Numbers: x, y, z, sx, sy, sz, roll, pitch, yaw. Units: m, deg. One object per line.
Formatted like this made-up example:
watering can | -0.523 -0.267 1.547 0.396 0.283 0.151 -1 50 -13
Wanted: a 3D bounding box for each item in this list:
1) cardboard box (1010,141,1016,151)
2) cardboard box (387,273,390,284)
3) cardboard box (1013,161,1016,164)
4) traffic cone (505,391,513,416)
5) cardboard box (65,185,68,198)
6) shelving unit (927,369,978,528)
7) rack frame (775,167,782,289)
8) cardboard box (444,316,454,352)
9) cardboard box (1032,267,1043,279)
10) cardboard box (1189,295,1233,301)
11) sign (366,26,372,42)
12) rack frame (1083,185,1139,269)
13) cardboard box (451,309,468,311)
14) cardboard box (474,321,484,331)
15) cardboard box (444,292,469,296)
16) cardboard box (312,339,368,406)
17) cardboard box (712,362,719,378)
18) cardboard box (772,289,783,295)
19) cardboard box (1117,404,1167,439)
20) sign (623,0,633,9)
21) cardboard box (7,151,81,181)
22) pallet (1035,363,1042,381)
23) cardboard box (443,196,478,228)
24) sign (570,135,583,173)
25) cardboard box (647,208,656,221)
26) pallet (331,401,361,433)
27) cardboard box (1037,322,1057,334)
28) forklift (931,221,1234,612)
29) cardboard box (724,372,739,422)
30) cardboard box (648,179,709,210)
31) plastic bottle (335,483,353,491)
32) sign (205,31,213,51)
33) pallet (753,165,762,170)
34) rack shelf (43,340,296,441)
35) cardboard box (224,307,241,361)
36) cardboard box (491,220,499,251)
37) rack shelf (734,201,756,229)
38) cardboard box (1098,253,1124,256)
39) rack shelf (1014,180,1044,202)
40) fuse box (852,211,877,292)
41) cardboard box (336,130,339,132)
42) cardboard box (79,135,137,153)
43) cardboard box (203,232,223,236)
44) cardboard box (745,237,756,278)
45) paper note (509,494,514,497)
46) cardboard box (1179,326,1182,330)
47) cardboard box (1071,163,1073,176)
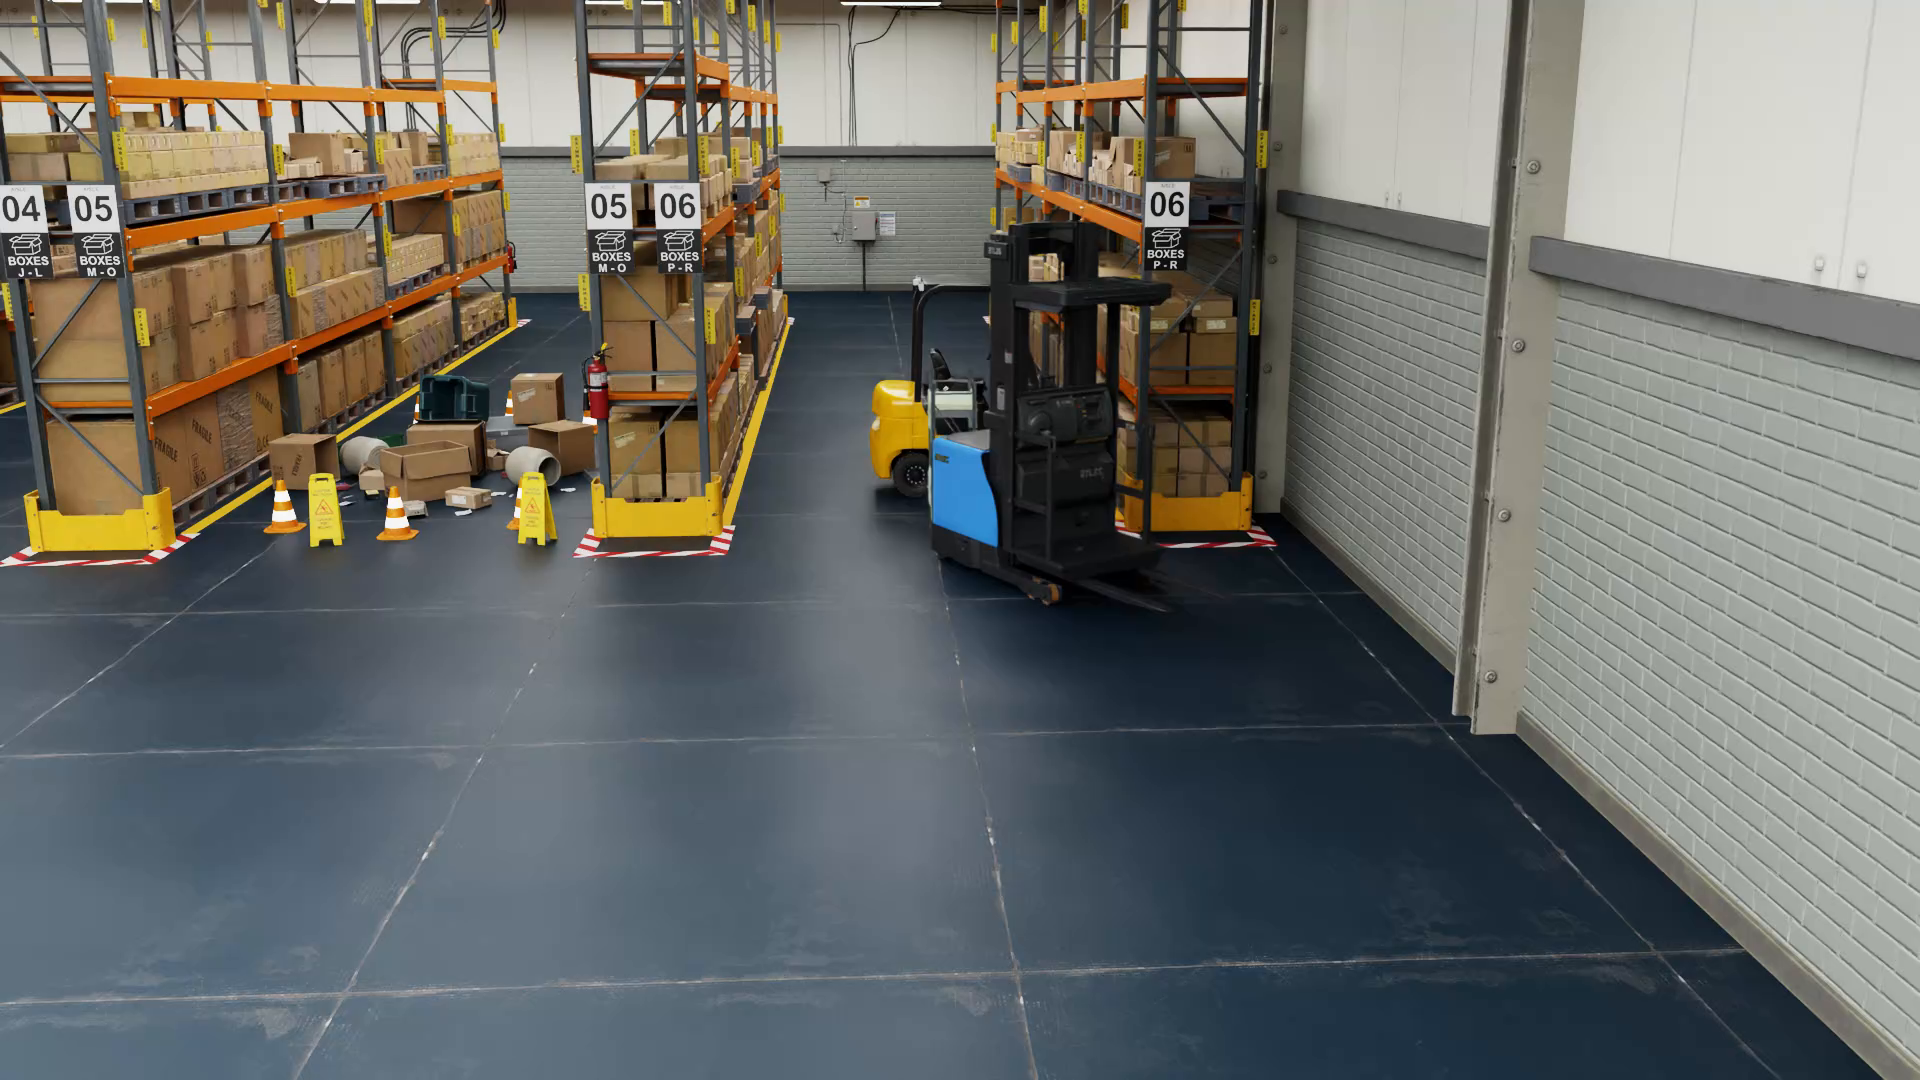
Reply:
cardboard box | 0.987 -6.214 26.225 0.380 0.149 0.250 0 14 -2
cardboard box | -8.060 -3.590 22.846 0.380 0.149 0.250 -1 14 -4
cardboard box | 1.127 -6.208 27.044 0.500 0.250 0.500 -1 14 -3
traffic cone | -5.542 -1.616 20.602 0.336 0.463 0.334 -1 14 -3
cardboard box | -8.112 -3.128 14.827 0.380 0.149 0.250 -1 14 -3
shelving unit | -0.073 -0.755 15.173 0.431 1.500 0.755 -1 14 -3
rack frame | -3.795 -5.485 30.550 1.000 3.000 0.127 -1 14 -3
cardboard box | -8.184 -3.202 25.847 0.500 0.500 0.500 -1 14 -5
cardboard box | 1.231 -3.812 23.709 0.380 0.149 0.250 -1 14 -2
cardboard box | 2.389 -2.244 15.853 0.380 0.149 0.250 0 14 -2
sign | -9.024 -7.781 25.400 0.100 0.325 0.005 -1 14 -3
rack frame | 1.902 -2.579 19.252 1.000 3.000 0.127 -1 14 -3
cardboard box | -8.319 -3.720 27.374 0.380 0.149 0.250 -1 14 -4
cardboard box | -8.304 -3.629 28.215 0.380 0.149 0.250 -1 14 -5
cardboard box | -9.036 -4.359 29.857 0.380 0.149 0.250 -2 15 -6
cardboard box | -8.228 -2.138 21.211 1.050 0.750 0.750 -1 14 -3
cardboard box | -2.553 -1.666 16.209 0.380 0.149 0.250 -1 14 -3
cardboard box | -3.654 -4.285 30.185 0.875 0.438 0.875 -1 14 -5
cardboard box | 1.773 -1.176 16.471 0.500 0.250 0.500 -1 14 -2
sign | -3.605 -5.925 18.028 0.100 0.325 0.005 -1 14 -3
cardboard box | -8.047 -3.298 14.689 0.500 0.250 0.500 -1 14 -3
pallet | 1.646 -2.409 24.190 1.003 0.211 1.213 -1 14 -3
cardboard box | -8.314 -5.436 27.554 0.500 0.500 0.500 -1 14 -3
sign | -3.359 -3.384 14.586 0.100 0.325 0.005 -1 14 -3
cardboard box | -3.085 -3.114 15.816 0.380 0.149 0.250 -1 14 -3
pallet | -8.188 -1.544 20.827 1.003 0.211 1.213 -1 14 -3
cardboard box | 1.323 -3.067 24.021 0.380 0.149 0.250 -2 15 -6
forklift | 0.977 -1.035 13.392 1.130 2.935 3.031 -9 17 -32
cardboard box | -2.747 -1.593 18.592 0.500 0.500 0.500 -1 14 -4
cardboard box | -2.569 -3.159 15.194 0.500 0.250 0.500 -1 14 -4
plastic bottle | -6.454 -0.551 17.267 0.283 0.061 0.133 -6 16 -23
sign | -13.144 -8.733 29.100 0.100 0.325 0.005 -1 14 -3
pallet | -3.441 -5.623 25.450 0.805 0.209 1.217 -1 15 -6
rack shelf | -7.862 -1.554 16.712 1.077 0.370 4.000 -1 14 -3
cardboard box | -7.978 -2.108 17.122 0.875 0.550 0.550 -1 14 -3
cardboard box | -8.418 -5.340 29.188 0.500 0.500 0.500 -1 14 -4
rack shelf | -3.176 -4.103 20.600 1.077 0.370 4.000 -1 14 -3
cardboard box | 2.004 -3.795 22.477 0.380 0.149 0.250 -1 14 -2
rack shelf | 1.531 -5.175 24.767 1.077 0.370 4.000 -1 14 -3
fuse box | -2.062 -6.260 36.144 0.539 1.711 0.414 -1 14 -3
cardboard box | -8.518 -5.363 22.316 0.396 0.266 0.258 -1 14 -3
cardboard box | -7.441 -3.462 14.525 0.380 0.149 0.250 -1 14 -3
cardboard box | -13.394 -5.650 29.388 0.500 0.500 0.500 -1 14 -3
cardboard box | -2.994 -3.783 22.292 0.500 0.500 0.500 -1 14 -5
paper note | -4.586 -0.455 16.999 0.032 0.001 0.123 -1 14 -3
cardboard box | 2.342 -1.889 16.371 0.500 0.500 0.500 0 14 -2
cardboard box | 1.531 -4.430 19.889 0.380 0.149 0.250 -1 14 -4
